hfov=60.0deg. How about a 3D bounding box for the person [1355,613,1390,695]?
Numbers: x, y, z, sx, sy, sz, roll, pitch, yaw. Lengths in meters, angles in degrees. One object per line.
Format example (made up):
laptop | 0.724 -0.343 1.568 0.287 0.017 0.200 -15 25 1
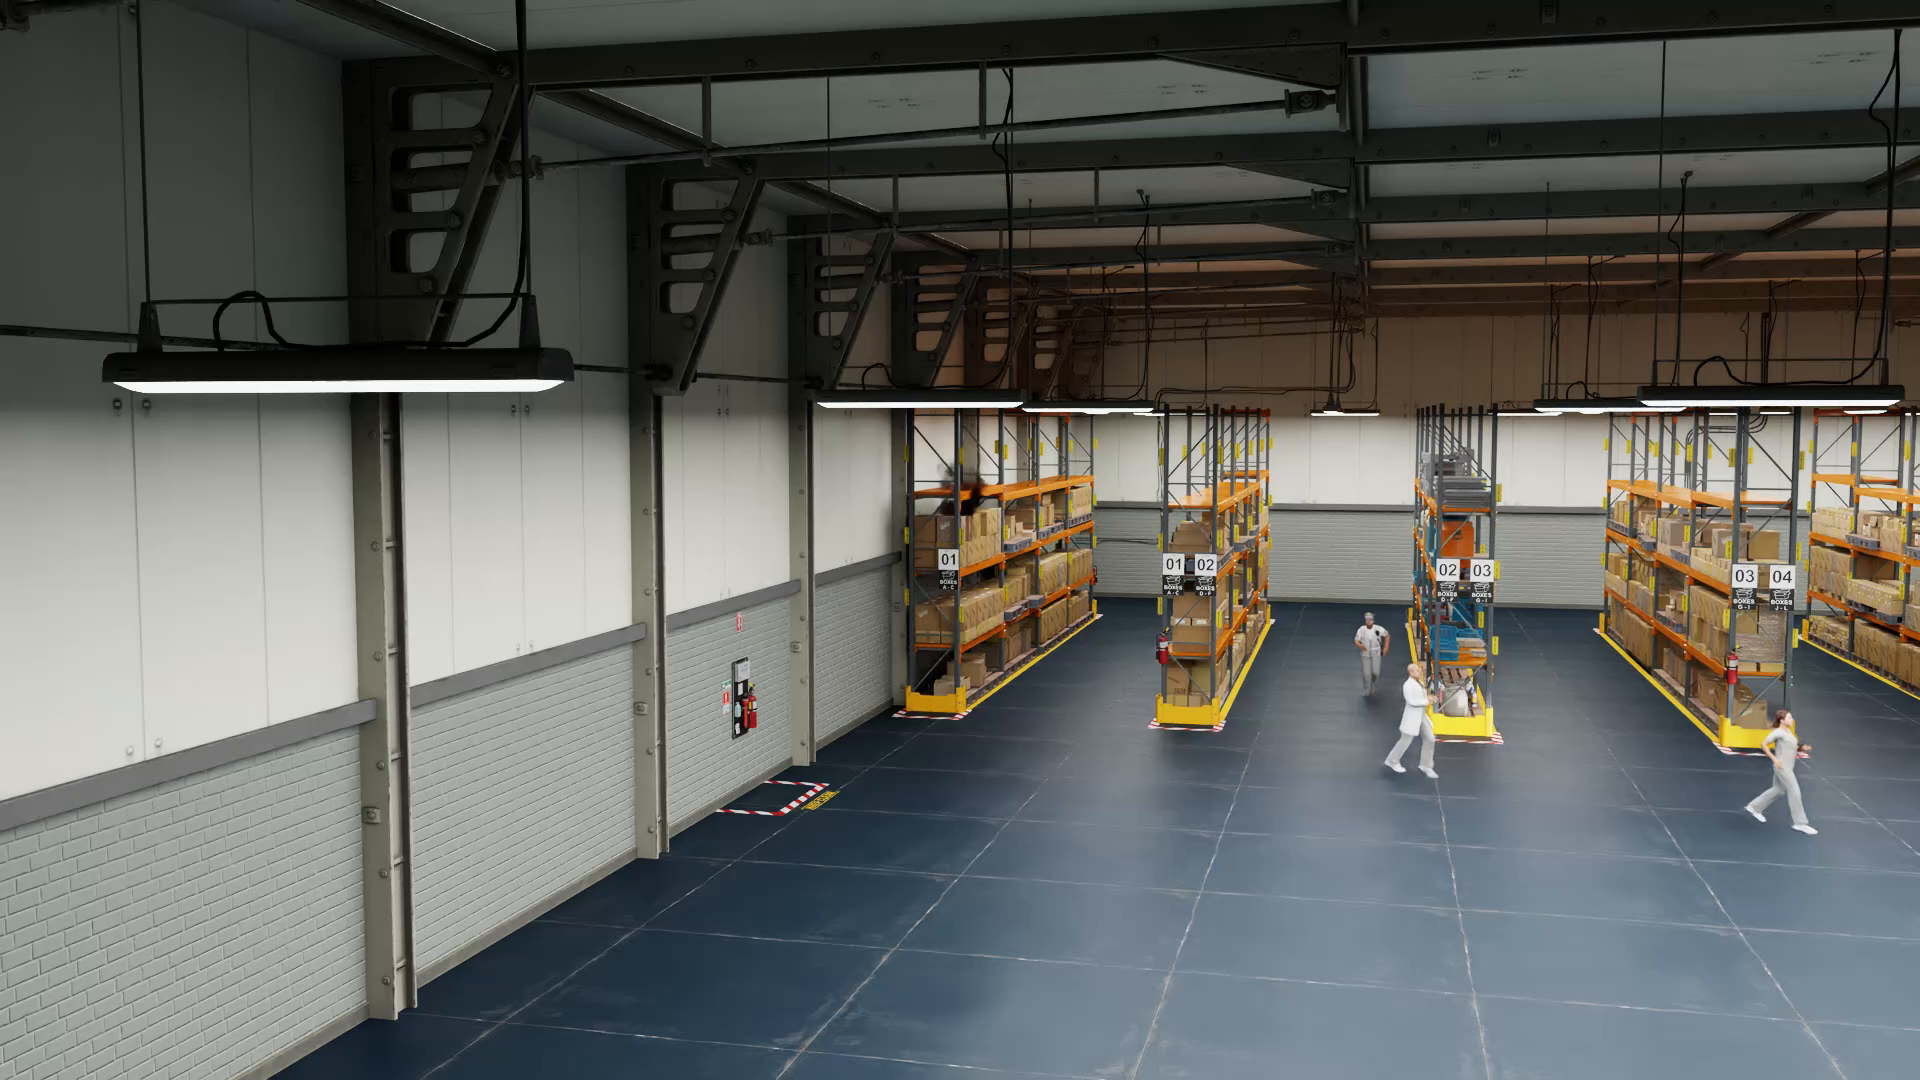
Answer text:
person | 8.466 2.355 34.209 0.687 1.738 0.769 1 4 18

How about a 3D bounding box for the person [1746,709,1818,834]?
person | 11.429 3.181 23.093 0.957 1.661 0.559 3 5 39

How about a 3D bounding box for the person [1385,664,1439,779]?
person | 7.248 2.892 26.632 0.866 1.846 0.677 4 5 40
